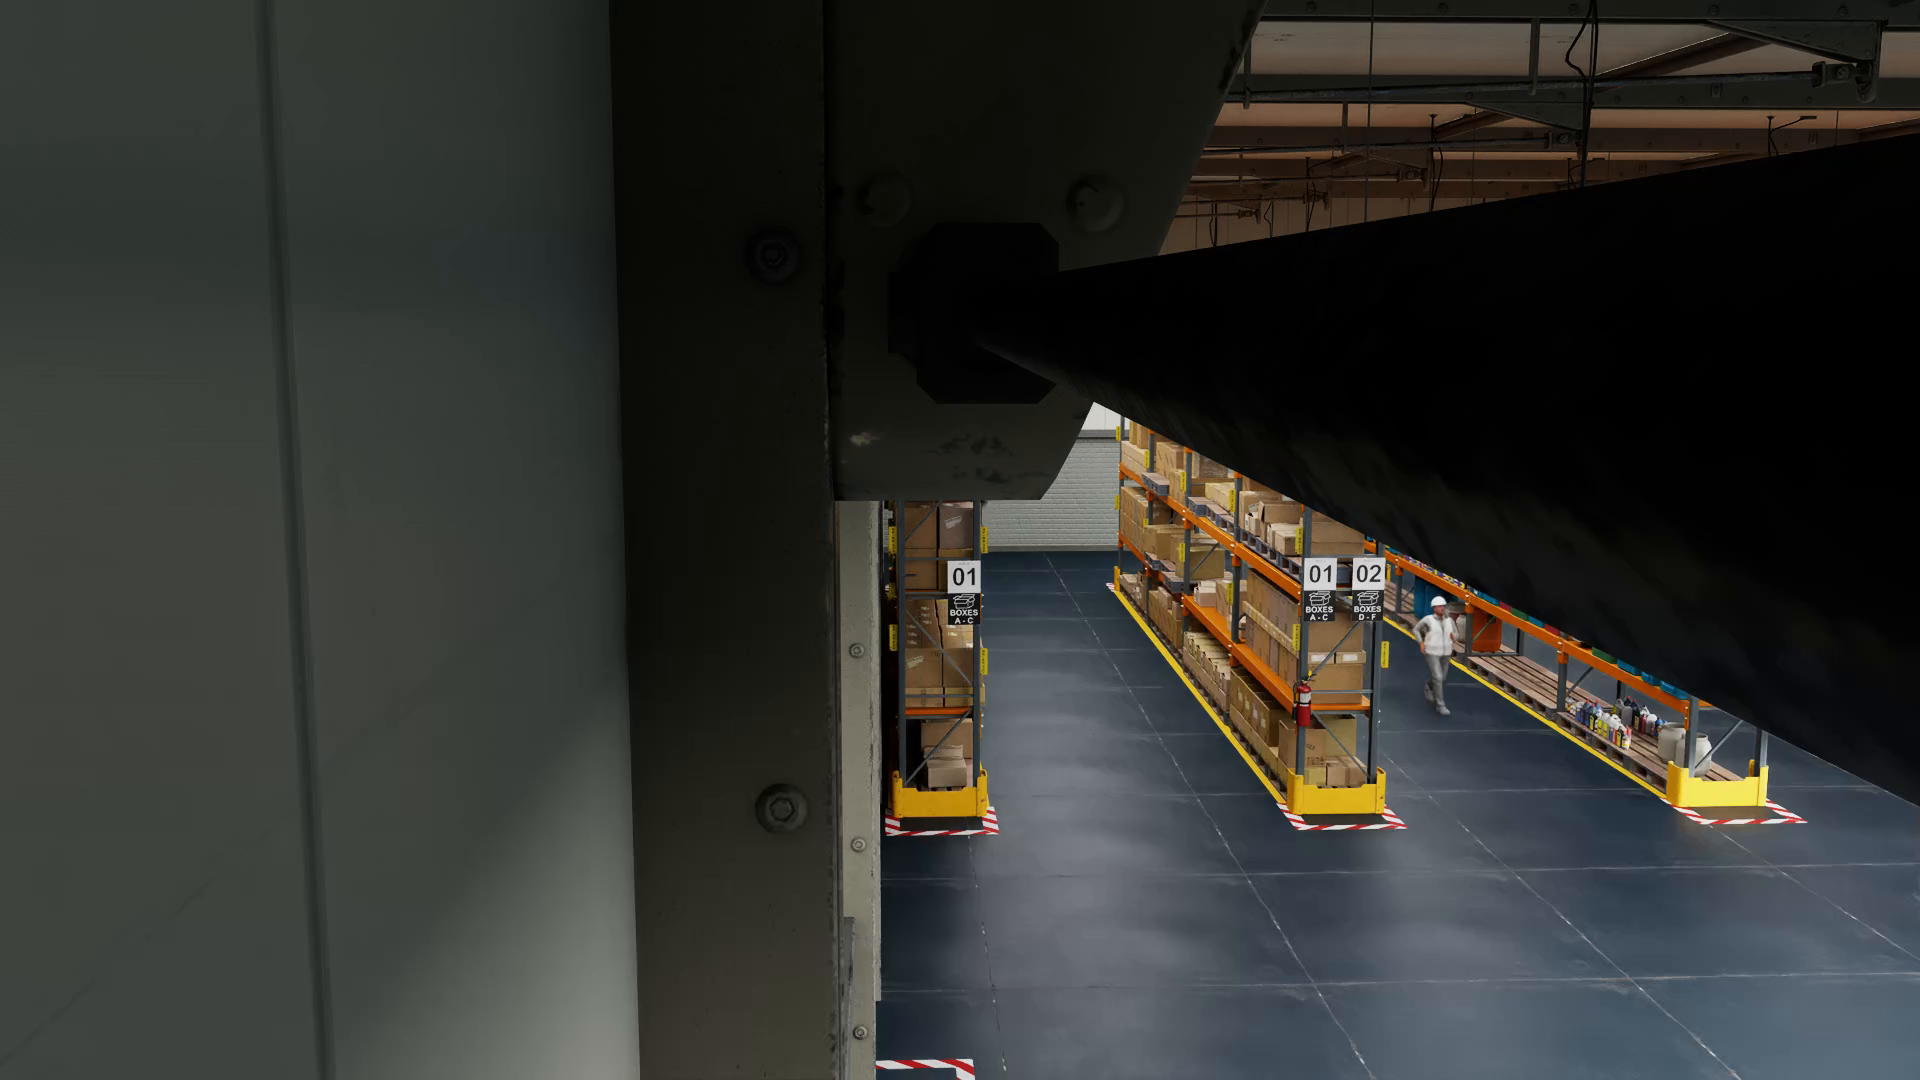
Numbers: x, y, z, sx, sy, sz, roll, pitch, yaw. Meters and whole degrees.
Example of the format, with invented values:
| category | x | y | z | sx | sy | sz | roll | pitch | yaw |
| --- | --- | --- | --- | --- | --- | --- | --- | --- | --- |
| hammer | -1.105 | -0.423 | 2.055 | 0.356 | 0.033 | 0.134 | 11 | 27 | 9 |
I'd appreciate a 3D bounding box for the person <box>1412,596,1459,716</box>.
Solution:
| category | x | y | z | sx | sy | sz | roll | pitch | yaw |
| --- | --- | --- | --- | --- | --- | --- | --- | --- | --- |
| person | 7.376 | 1.746 | 25.675 | 0.656 | 1.758 | 0.969 | -2 | 9 | -15 |
